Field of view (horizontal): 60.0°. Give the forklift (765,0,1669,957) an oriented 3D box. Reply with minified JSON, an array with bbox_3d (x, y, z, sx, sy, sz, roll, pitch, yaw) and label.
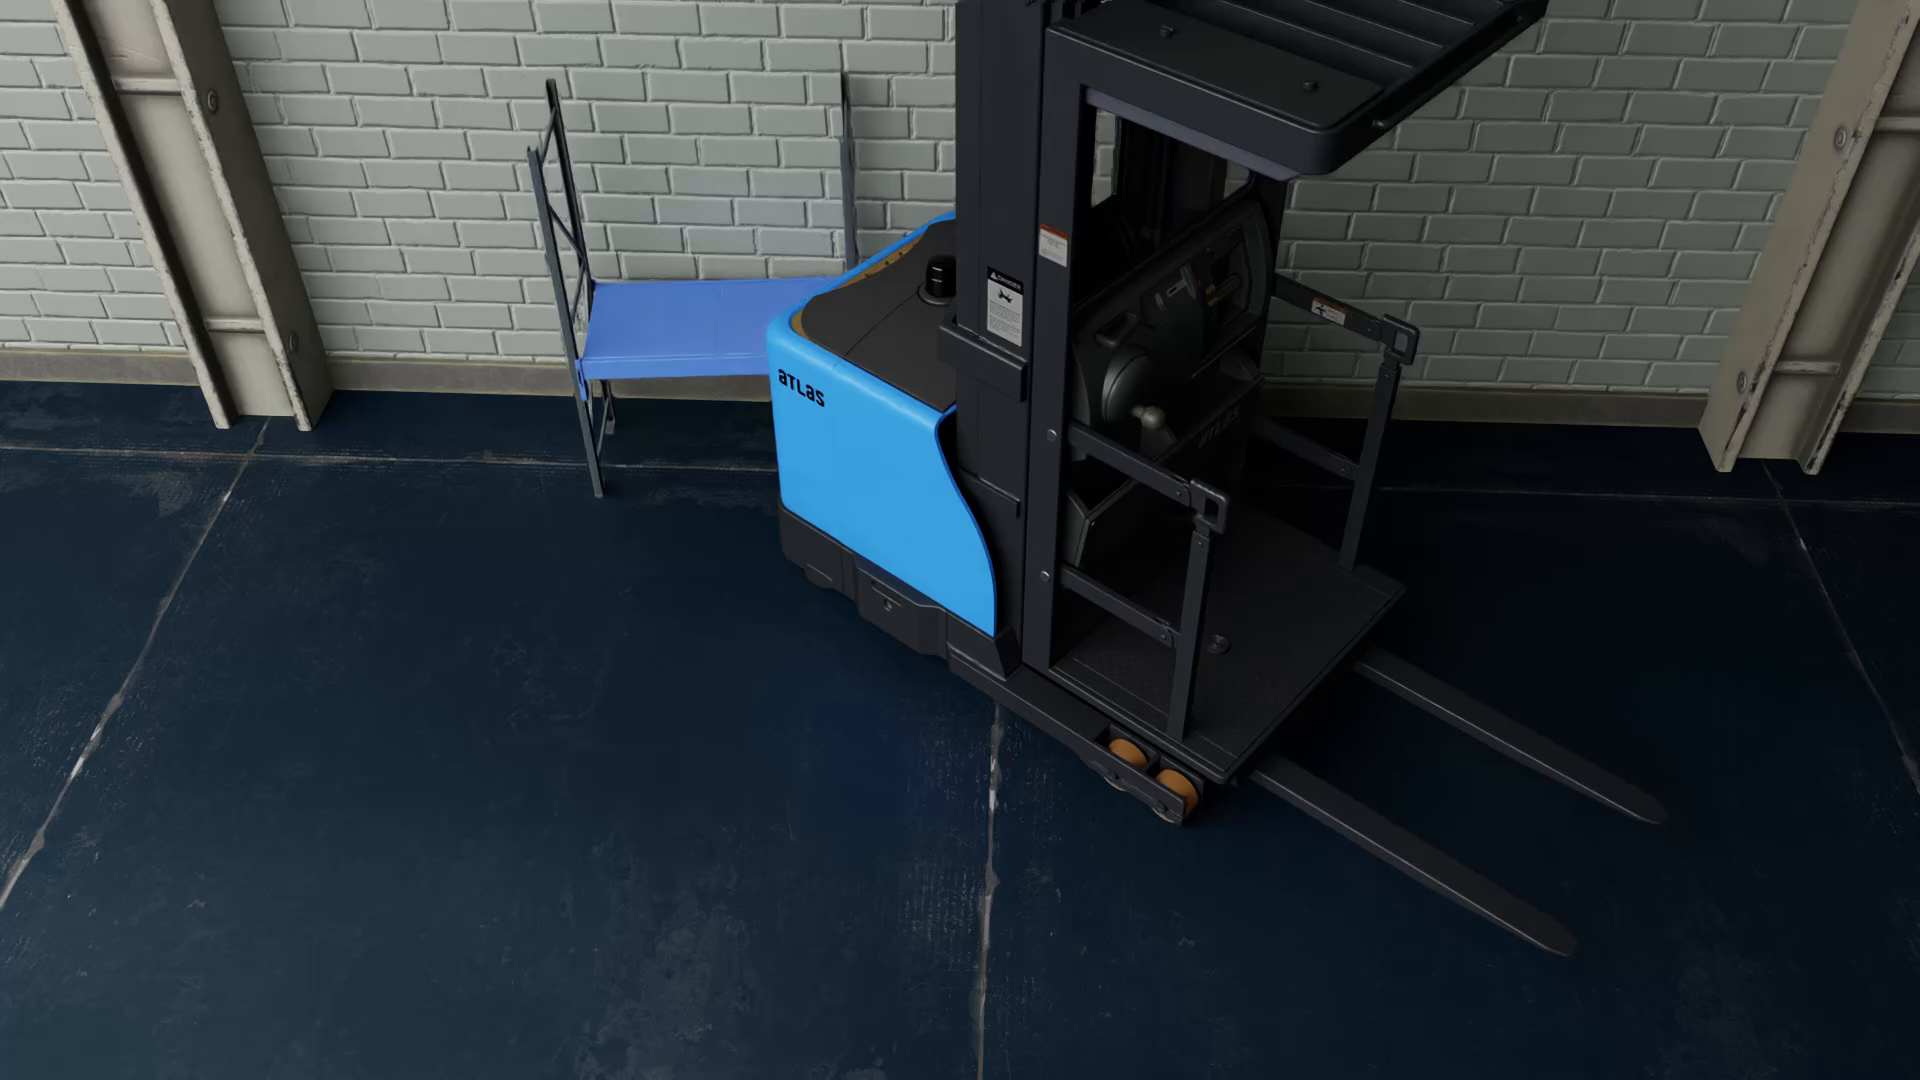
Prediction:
[{"bbox_3d":[0.787,-0.587,4.730,3.031,2.935,1.130,31,51,29],"label":"forklift"}]

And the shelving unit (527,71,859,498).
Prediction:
[{"bbox_3d":[-0.898,-0.900,6.115,1.048,1.500,0.538,-2,43,-2],"label":"shelving unit"}]

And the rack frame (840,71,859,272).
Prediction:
[{"bbox_3d":[-0.391,-0.917,6.134,0.032,1.500,0.500,-2,43,-2],"label":"rack frame"}]

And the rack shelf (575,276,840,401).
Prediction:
[{"bbox_3d":[-0.898,-0.768,6.238,1.000,0.185,0.538,-2,43,-2],"label":"rack shelf"}]

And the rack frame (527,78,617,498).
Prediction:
[{"bbox_3d":[-1.406,-0.882,6.097,0.032,1.500,0.500,-2,43,-2],"label":"rack frame"}]

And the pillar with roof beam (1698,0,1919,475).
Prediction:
[{"bbox_3d":[2.990,-0.729,0.431,0.400,9.000,9.100,2,43,2],"label":"pillar with roof beam"}]

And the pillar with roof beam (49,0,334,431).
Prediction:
[{"bbox_3d":[-3.004,-0.914,0.629,0.400,9.000,9.100,2,43,2],"label":"pillar with roof beam"}]
